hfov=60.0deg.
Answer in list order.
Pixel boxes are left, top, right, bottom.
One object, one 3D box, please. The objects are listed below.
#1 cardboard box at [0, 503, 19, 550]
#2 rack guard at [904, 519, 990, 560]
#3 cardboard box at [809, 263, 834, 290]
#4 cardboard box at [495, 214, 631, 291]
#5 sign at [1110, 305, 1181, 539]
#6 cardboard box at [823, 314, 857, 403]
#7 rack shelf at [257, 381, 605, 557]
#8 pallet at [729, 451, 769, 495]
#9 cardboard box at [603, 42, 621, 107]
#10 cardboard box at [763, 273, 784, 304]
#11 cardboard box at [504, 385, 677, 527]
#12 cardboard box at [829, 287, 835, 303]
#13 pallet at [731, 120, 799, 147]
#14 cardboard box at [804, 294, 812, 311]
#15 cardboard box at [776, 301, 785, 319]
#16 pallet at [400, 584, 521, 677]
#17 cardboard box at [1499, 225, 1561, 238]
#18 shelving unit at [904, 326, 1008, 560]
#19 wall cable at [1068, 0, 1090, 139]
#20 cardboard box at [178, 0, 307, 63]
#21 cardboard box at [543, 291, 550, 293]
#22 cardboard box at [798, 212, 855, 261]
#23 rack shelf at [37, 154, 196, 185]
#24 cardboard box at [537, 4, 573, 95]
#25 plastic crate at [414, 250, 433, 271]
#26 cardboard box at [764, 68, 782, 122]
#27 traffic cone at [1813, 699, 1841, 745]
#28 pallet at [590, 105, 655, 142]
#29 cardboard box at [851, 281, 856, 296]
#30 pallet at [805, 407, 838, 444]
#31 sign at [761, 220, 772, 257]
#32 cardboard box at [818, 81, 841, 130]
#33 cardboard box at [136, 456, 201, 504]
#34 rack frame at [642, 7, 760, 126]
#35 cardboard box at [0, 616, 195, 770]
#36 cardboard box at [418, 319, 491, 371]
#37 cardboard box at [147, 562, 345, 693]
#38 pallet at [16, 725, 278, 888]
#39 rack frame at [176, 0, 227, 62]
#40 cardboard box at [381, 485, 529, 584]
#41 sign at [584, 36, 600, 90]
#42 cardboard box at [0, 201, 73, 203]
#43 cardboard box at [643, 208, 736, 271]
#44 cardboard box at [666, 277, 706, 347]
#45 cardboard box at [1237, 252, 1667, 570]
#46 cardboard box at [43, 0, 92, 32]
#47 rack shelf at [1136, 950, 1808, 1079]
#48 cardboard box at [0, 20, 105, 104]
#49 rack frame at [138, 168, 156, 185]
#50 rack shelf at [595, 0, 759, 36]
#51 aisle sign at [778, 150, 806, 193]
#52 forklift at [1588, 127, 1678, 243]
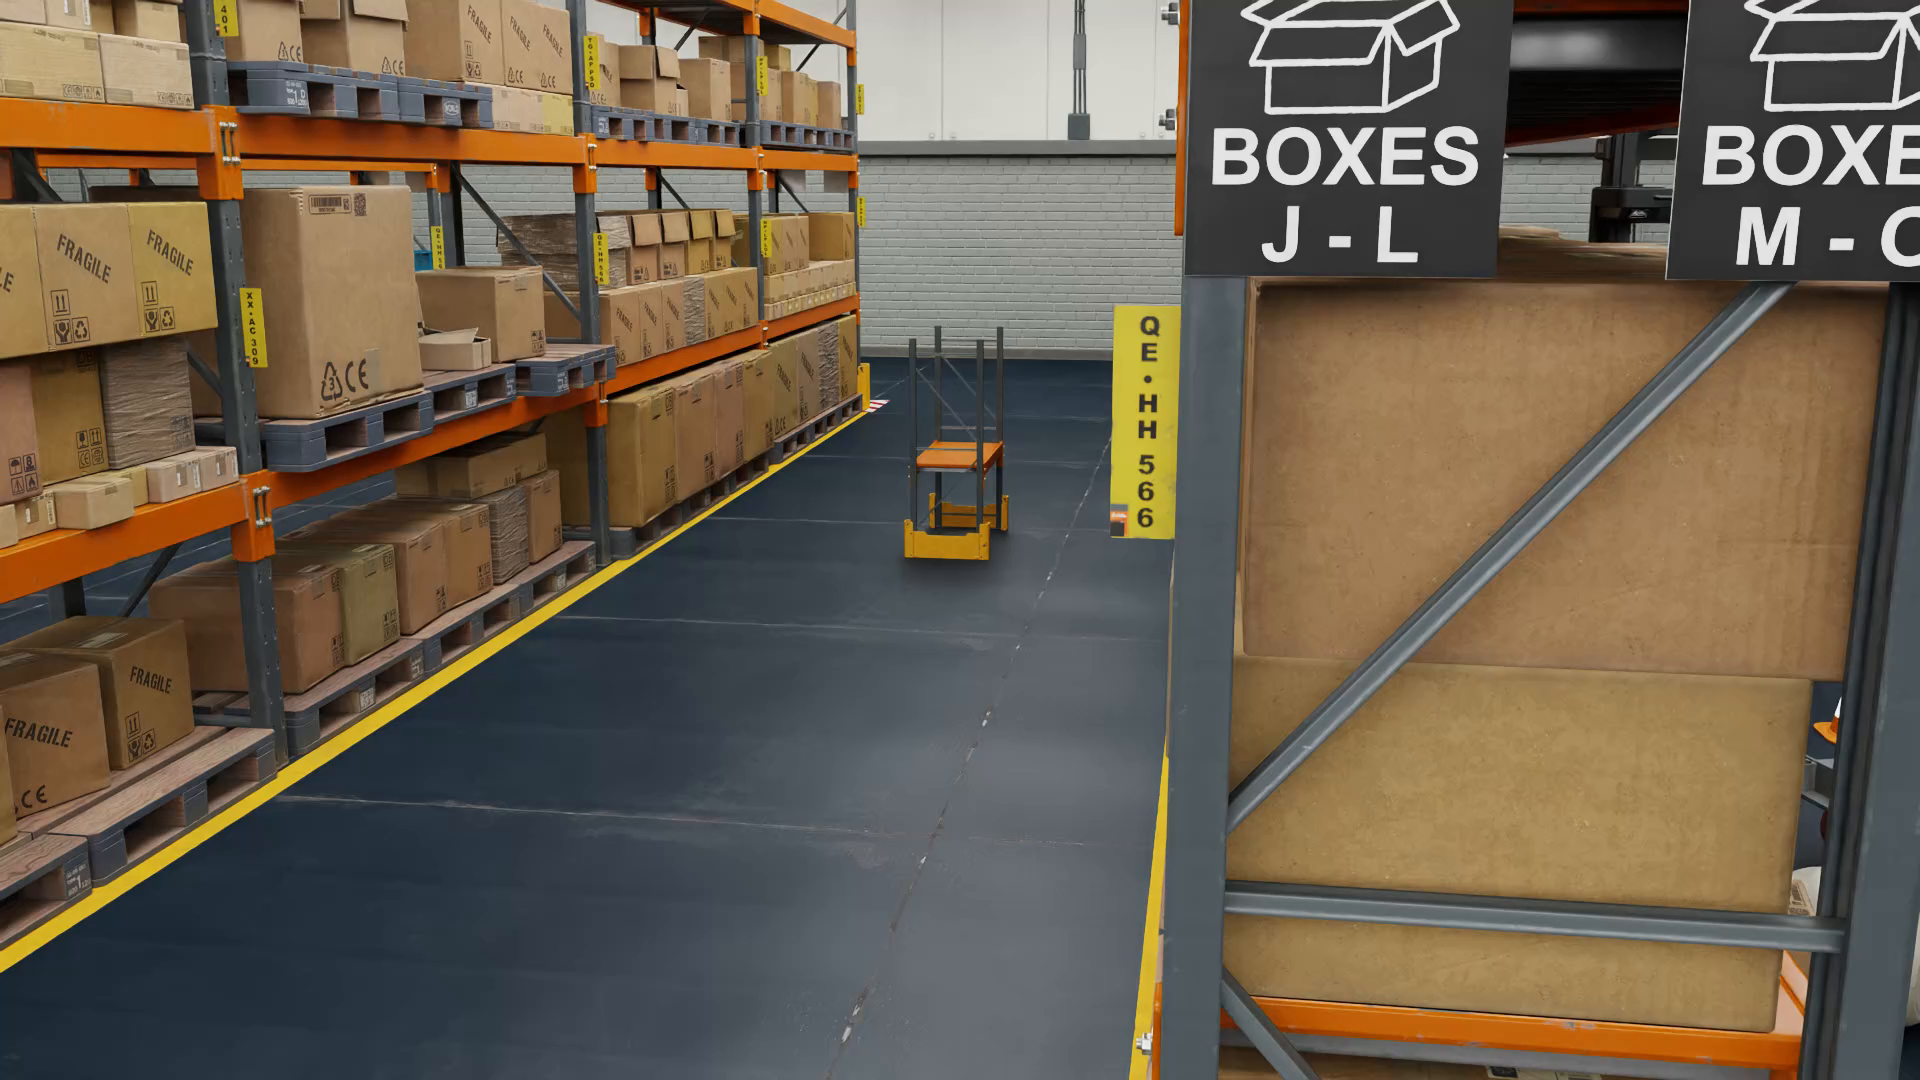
[{"bbox_3d":[-3.459,-0.038,5.646,0.380,0.149,0.250,2,12,9],"label":"cardboard box"},{"bbox_3d":[-0.088,-0.003,11.412,0.587,0.250,0.087,2,12,9],"label":"rack guard"},{"bbox_3d":[-1.598,-2.723,17.158,0.500,0.250,0.500,1,12,7],"label":"cardboard box"},{"bbox_3d":[-2.731,-1.997,11.523,0.797,0.503,0.637,2,12,11],"label":"cardboard box"},{"bbox_3d":[0.262,-0.162,2.313,0.100,0.325,0.005,2,12,9],"label":"sign"},{"bbox_3d":[-1.649,-2.003,18.212,0.875,0.875,0.875,2,12,9],"label":"cardboard box"},{"bbox_3d":[-3.167,-0.538,9.079,1.077,0.370,4.000,2,12,9],"label":"rack shelf"},{"bbox_3d":[-2.289,-0.613,14.336,1.003,0.211,1.213,2,12,9],"label":"pallet"},{"bbox_3d":[-2.791,-3.339,12.012,0.500,0.500,0.500,3,12,12],"label":"cardboard box"},{"bbox_3d":[-1.913,-2.301,15.198,0.500,0.250,0.500,2,12,8],"label":"cardboard box"},{"bbox_3d":[-2.733,-0.616,11.778,1.225,0.875,0.875,1,12,6],"label":"cardboard box"},{"bbox_3d":[-1.514,-2.552,17.309,0.380,0.149,0.250,2,12,7],"label":"cardboard box"},{"bbox_3d":[-2.108,-3.732,15.281,1.003,0.211,1.213,2,12,9],"label":"pallet"},{"bbox_3d":[-1.671,-2.337,16.313,0.380,0.149,0.250,2,12,9],"label":"cardboard box"},{"bbox_3d":[-1.830,-2.122,15.315,0.380,0.149,0.250,1,12,7],"label":"cardboard box"},{"bbox_3d":[-3.171,0.473,9.300,1.003,0.211,1.213,2,12,9],"label":"pallet"},{"bbox_3d":[1.350,-0.699,5.199,0.875,0.550,0.550,2,12,9],"label":"cardboard box"},{"bbox_3d":[-0.012,-0.717,11.762,0.587,1.500,1.083,2,12,9],"label":"shelving unit"},{"bbox_3d":[2.646,-8.542,22.636,2.277,5.999,0.120,2,12,9],"label":"wall cable"},{"bbox_3d":[-3.305,-2.291,7.140,0.797,0.503,0.637,1,12,6],"label":"cardboard box"},{"bbox_3d":[-3.028,-1.466,11.439,0.500,0.500,0.500,2,12,10],"label":"cardboard box"},{"bbox_3d":[-1.444,-3.301,18.058,0.500,0.500,0.500,2,12,9],"label":"cardboard box"},{"bbox_3d":[-7.446,-2.998,13.372,1.077,0.370,4.000,2,12,9],"label":"rack shelf"},{"bbox_3d":[-2.686,-2.959,10.058,0.500,0.500,0.500,2,12,10],"label":"cardboard box"},{"bbox_3d":[-6.390,-3.103,19.046,0.616,0.435,0.499,2,12,9],"label":"plastic crate"},{"bbox_3d":[-2.096,-4.185,15.702,0.700,0.500,0.500,3,12,12],"label":"cardboard box"},{"bbox_3d":[4.181,0.691,7.688,0.336,0.463,0.334,2,12,9],"label":"traffic cone"},{"bbox_3d":[-2.813,-2.816,11.269,1.213,0.211,1.003,2,12,11],"label":"pallet"},{"bbox_3d":[-1.359,-2.764,18.296,0.380,0.149,0.250,2,12,10],"label":"cardboard box"},{"bbox_3d":[-1.865,-1.186,16.997,1.003,0.211,1.213,2,12,9],"label":"pallet"},{"bbox_3d":[-1.707,-2.651,14.613,0.100,0.325,0.005,2,12,9],"label":"sign"},{"bbox_3d":[-1.656,-4.631,17.771,0.700,0.500,0.500,1,12,5],"label":"cardboard box"},{"bbox_3d":[-3.265,-0.245,6.606,0.380,0.149,0.250,2,12,9],"label":"cardboard box"},{"bbox_3d":[-2.244,-5.072,14.167,1.000,3.000,0.127,2,12,9],"label":"rack frame"},{"bbox_3d":[-3.576,0.625,6.910,0.500,0.500,0.500,1,12,7],"label":"cardboard box"},{"bbox_3d":[-2.849,-1.090,9.254,0.396,0.266,0.258,2,12,7],"label":"cardboard box"},{"bbox_3d":[-3.359,0.406,7.879,0.700,0.500,0.500,1,12,4],"label":"cardboard box"},{"bbox_3d":[-3.543,1.030,6.711,1.003,0.211,1.213,2,12,9],"label":"pallet"},{"bbox_3d":[-3.475,-3.406,6.440,1.000,3.000,0.127,2,12,9],"label":"rack frame"},{"bbox_3d":[-3.015,-0.044,9.965,0.700,0.500,0.500,1,12,4],"label":"cardboard box"},{"bbox_3d":[-2.324,-3.007,10.481,0.100,0.325,0.005,2,12,9],"label":"sign"},{"bbox_3d":[-3.795,-1.071,6.528,0.500,0.500,0.500,2,12,9],"label":"cardboard box"},{"bbox_3d":[-2.334,-2.545,14.065,0.797,0.503,0.637,2,12,7],"label":"cardboard box"},{"bbox_3d":[-2.285,-1.766,12.830,0.500,0.500,0.500,2,12,9],"label":"cardboard box"},{"bbox_3d":[0.884,-0.254,3.133,0.875,0.550,0.550,2,12,9],"label":"cardboard box"},{"bbox_3d":[-3.324,-1.877,5.873,0.380,0.149,0.250,1,12,6],"label":"cardboard box"},{"bbox_3d":[1.103,0.476,4.372,1.077,0.370,4.000,2,12,9],"label":"rack shelf"},{"bbox_3d":[-3.377,-1.655,5.789,0.500,0.250,0.500,2,12,10],"label":"cardboard box"},{"bbox_3d":[-7.138,-2.300,15.544,1.000,3.000,0.127,2,12,9],"label":"rack frame"},{"bbox_3d":[-2.552,-4.108,12.353,1.077,0.370,4.000,2,12,9],"label":"rack shelf"},{"bbox_3d":[-1.914,-4.267,18.504,0.394,0.787,0.004,2,12,9],"label":"aisle sign"},{"bbox_3d":[4.299,-1.043,9.874,1.130,2.935,3.031,2,12,10],"label":"forklift"}]
